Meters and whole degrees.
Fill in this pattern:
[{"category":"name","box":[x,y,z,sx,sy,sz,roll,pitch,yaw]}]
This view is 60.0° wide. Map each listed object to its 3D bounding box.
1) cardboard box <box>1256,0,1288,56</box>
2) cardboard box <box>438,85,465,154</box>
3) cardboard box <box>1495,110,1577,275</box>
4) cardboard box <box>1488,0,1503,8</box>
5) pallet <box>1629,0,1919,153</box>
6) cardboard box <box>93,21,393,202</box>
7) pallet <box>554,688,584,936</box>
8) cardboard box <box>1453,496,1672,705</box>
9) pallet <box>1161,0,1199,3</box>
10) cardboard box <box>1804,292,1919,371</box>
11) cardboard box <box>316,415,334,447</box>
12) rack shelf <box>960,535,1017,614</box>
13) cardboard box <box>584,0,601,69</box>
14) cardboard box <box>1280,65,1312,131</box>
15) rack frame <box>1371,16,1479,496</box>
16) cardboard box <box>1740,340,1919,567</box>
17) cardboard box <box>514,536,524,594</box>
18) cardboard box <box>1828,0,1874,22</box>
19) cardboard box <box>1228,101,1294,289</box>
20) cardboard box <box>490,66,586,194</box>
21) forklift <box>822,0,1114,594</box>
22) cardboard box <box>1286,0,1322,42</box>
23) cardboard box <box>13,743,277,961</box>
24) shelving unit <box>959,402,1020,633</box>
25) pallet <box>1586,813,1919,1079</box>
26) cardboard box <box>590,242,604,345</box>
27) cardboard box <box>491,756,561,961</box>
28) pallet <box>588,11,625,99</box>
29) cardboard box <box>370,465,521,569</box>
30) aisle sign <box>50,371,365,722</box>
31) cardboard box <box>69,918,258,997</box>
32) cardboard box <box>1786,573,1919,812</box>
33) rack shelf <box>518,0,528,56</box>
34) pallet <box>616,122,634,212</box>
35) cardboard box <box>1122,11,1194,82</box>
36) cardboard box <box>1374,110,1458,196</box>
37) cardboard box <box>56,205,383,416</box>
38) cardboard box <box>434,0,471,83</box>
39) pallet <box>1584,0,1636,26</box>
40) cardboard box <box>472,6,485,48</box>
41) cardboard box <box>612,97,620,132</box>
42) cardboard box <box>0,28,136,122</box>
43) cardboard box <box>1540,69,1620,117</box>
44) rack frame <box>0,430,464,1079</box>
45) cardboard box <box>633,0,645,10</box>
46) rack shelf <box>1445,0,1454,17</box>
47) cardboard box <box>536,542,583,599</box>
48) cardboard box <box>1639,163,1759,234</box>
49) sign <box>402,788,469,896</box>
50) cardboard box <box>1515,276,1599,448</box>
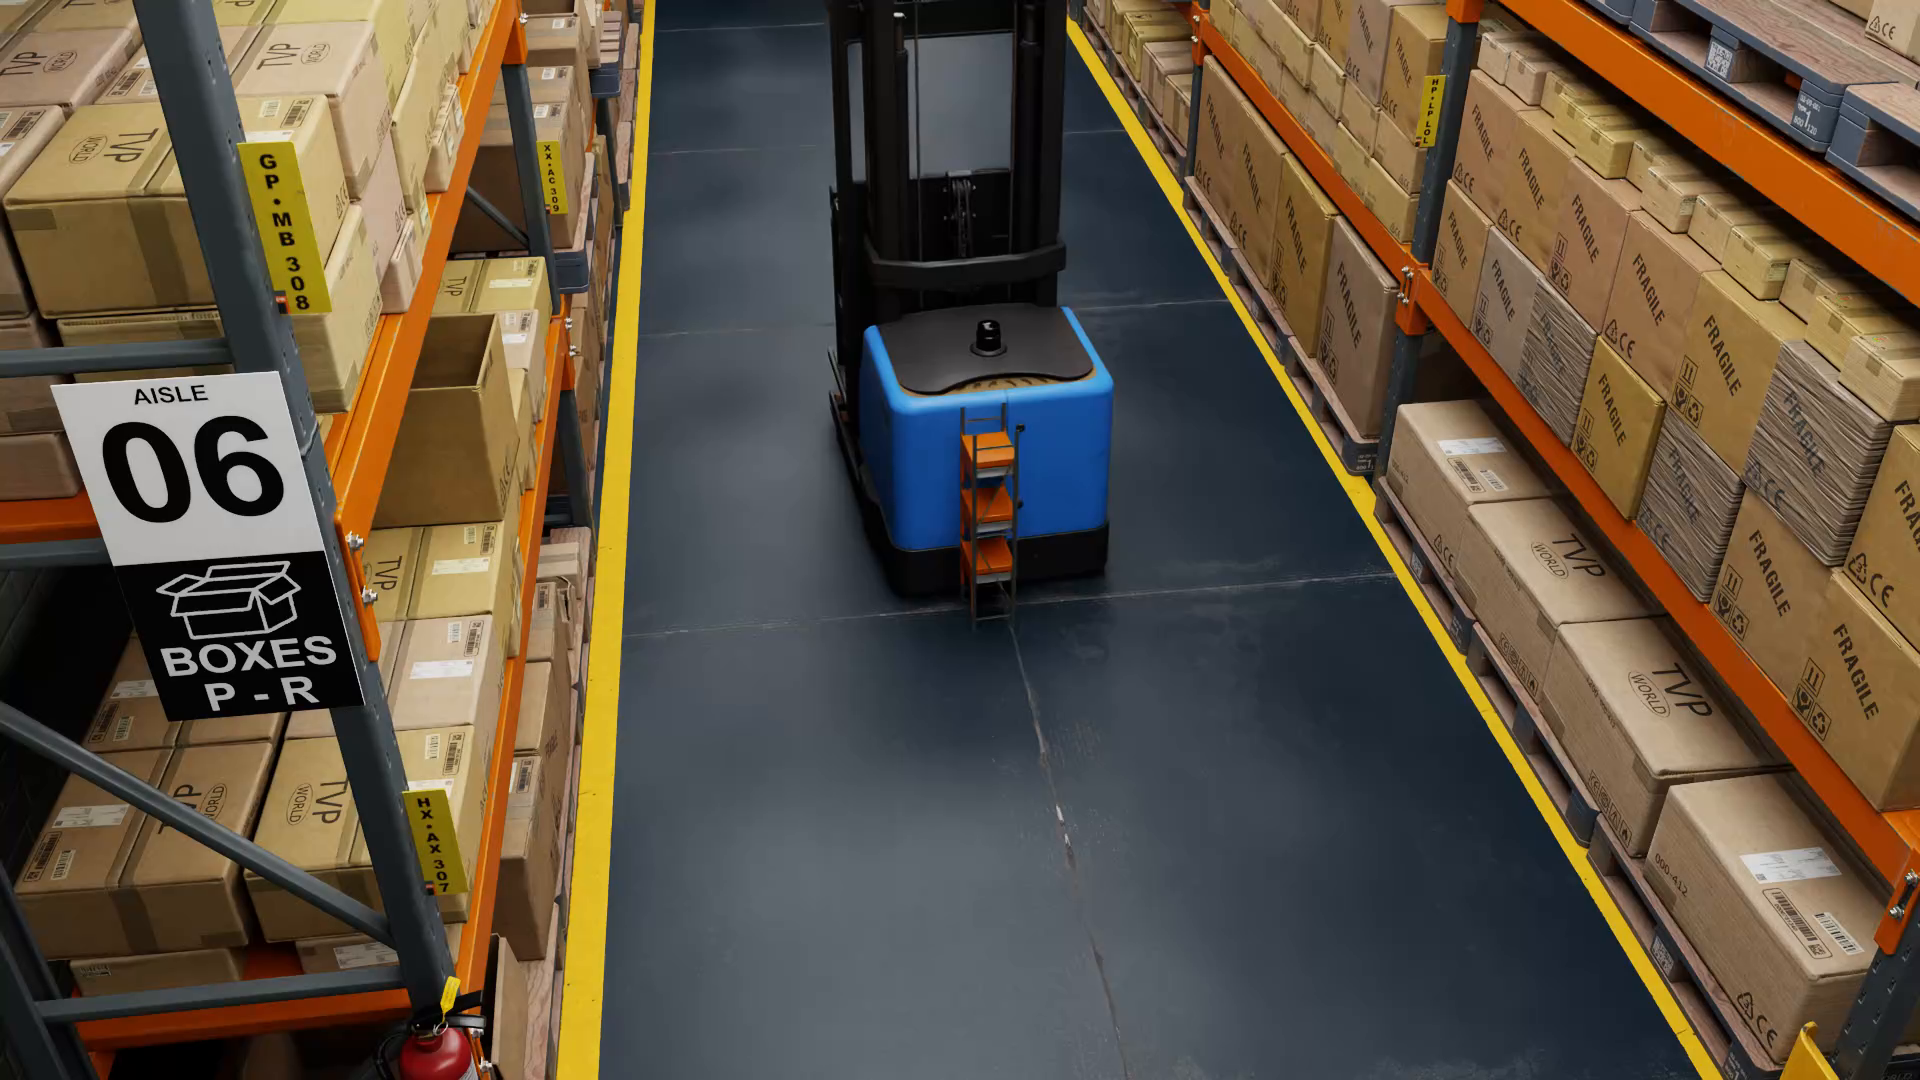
[{"category":"cardboard box","box":[2.051,-3.026,9.715,0.500,0.250,0.500,-4,35,-7]},{"category":"cardboard box","box":[-1.698,-1.240,4.966,0.380,0.149,0.250,-4,34,-5]},{"category":"cardboard box","box":[2.528,-1.406,6.673,0.500,0.500,0.500,-5,35,-7]},{"category":"cardboard box","box":[2.773,-2.521,8.310,0.500,0.500,0.500,-5,35,-7]},{"category":"pallet","box":[2.903,-1.584,5.326,1.003,0.211,1.213,-4,35,-6]},{"category":"cardboard box","box":[-1.598,-0.967,3.766,0.500,0.250,0.500,-5,35,-7]},{"category":"pallet","box":[-2.017,1.078,6.481,1.003,0.211,1.213,-4,35,-6]},{"category":"cardboard box","box":[2.742,0.225,7.158,0.875,0.438,0.875,-5,35,-8]},{"category":"pallet","box":[1.903,-4.060,11.715,1.213,0.211,1.003,-4,35,-6]},{"category":"cardboard box","box":[2.765,-0.615,4.936,0.380,0.149,0.250,-4,34,-5]},{"category":"cardboard box","box":[-1.550,-0.239,3.496,0.380,0.149,0.250,-4,34,-5]},{"category":"rack shelf","box":[0.128,0.151,7.609,0.215,0.259,0.240,-7,35,-10]},{"category":"cardboard box","box":[-2.351,-2.919,9.630,0.500,0.250,0.500,-6,35,-9]},{"category":"cardboard box","box":[2.142,-2.542,9.450,0.500,0.250,0.500,-4,35,-6]},{"category":"rack frame","box":[2.643,-1.518,7.814,1.000,3.000,0.127,-4,35,-6]},{"category":"cardboard box","box":[2.780,-0.281,5.022,0.500,0.500,0.500,-4,35,-6]},{"category":"cardboard box","box":[-1.689,0.124,5.628,0.380,0.149,0.250,-4,34,-5]},{"category":"cardboard box","box":[3.058,-1.918,5.186,0.500,0.500,0.500,-4,34,-6]},{"category":"cardboard box","box":[2.231,-2.156,10.264,0.875,0.875,0.875,-4,34,-6]},{"category":"cardboard box","box":[-2.188,-1.931,7.958,0.700,0.500,0.500,-4,34,-6]},{"category":"forklift","box":[-0.103,-1.785,8.266,1.130,2.935,3.031,-7,35,-10]},{"category":"cardboard box","box":[2.124,-3.063,9.104,0.500,0.500,0.500,-4,34,-6]},{"category":"cardboard box","box":[-2.062,0.795,4.289,0.500,0.250,0.500,-3,34,-5]},{"category":"shelving unit","box":[0.128,-0.088,7.447,0.215,1.050,0.252,-7,35,-10]},{"category":"pallet","box":[2.996,1.426,5.970,1.003,0.211,1.213,-4,35,-6]},{"category":"cardboard box","box":[-2.325,-1.433,9.535,0.500,0.500,0.500,-6,35,-8]},{"category":"cardboard box","box":[-1.802,1.123,5.785,0.700,0.500,0.500,-3,34,-4]},{"category":"pallet","box":[-2.653,-2.920,10.041,1.213,0.211,1.003,-4,35,-6]},{"category":"cardboard box","box":[-1.761,-0.090,5.587,0.500,0.250,0.500,-5,35,-8]},{"category":"aisle sign","box":[-1.437,0.034,3.228,0.394,0.787,0.004,-4,35,-6]},{"category":"cardboard box","box":[-2.048,1.031,4.296,0.380,0.149,0.250,-5,35,-7]},{"category":"cardboard box","box":[2.853,0.424,4.876,0.500,0.500,0.500,-4,34,-6]},{"category":"rack shelf","box":[-2.544,-3.198,8.255,1.077,0.370,4.000,-4,35,-6]},{"category":"pallet","box":[-2.885,-2.682,11.998,1.003,0.211,1.213,-4,35,-6]},{"category":"cardboard box","box":[1.835,-3.988,13.400,0.950,0.372,0.625,-3,34,-5]},{"category":"cardboard box","box":[2.342,-1.890,8.049,0.500,0.250,0.500,-4,35,-6]},{"category":"cardboard box","box":[-1.526,-0.477,3.491,0.500,0.250,0.500,-5,35,-7]},{"category":"cardboard box","box":[-1.825,-1.614,5.160,0.500,0.250,0.500,-4,34,-5]},{"category":"pallet","box":[2.742,-2.263,6.323,1.003,0.211,1.213,-4,35,-6]},{"category":"cardboard box","box":[-1.877,-1.810,5.802,0.380,0.149,0.250,-3,34,-5]},{"category":"cardboard box","box":[-2.979,-3.277,12.131,0.875,0.625,0.625,-3,34,-5]},{"category":"cardboard box","box":[-2.143,-0.932,3.715,0.500,0.250,0.500,-5,35,-8]},{"category":"cardboard box","box":[2.555,-1.763,6.621,0.380,0.149,0.250,-5,35,-7]},{"category":"rack frame","box":[-1.737,1.092,3.984,1.000,3.000,0.127,-4,35,-6]},{"category":"cardboard box","box":[-3.088,-4.936,14.899,0.500,0.250,0.500,-4,34,-6]},{"category":"rack shelf","box":[2.374,-3.576,8.809,1.077,0.370,4.000,-4,35,-6]},{"category":"cardboard box","box":[-1.909,0.153,7.520,0.380,0.149,0.250,-5,35,-8]},{"category":"cardboard box","box":[2.614,-1.193,5.785,0.380,0.149,0.250,-4,35,-6]},{"category":"sign","box":[-1.200,0.693,3.800,0.100,0.325,0.005,-4,35,-6]},{"category":"cardboard box","box":[2.570,-0.718,6.552,0.500,0.500,0.500,-4,34,-6]}]
